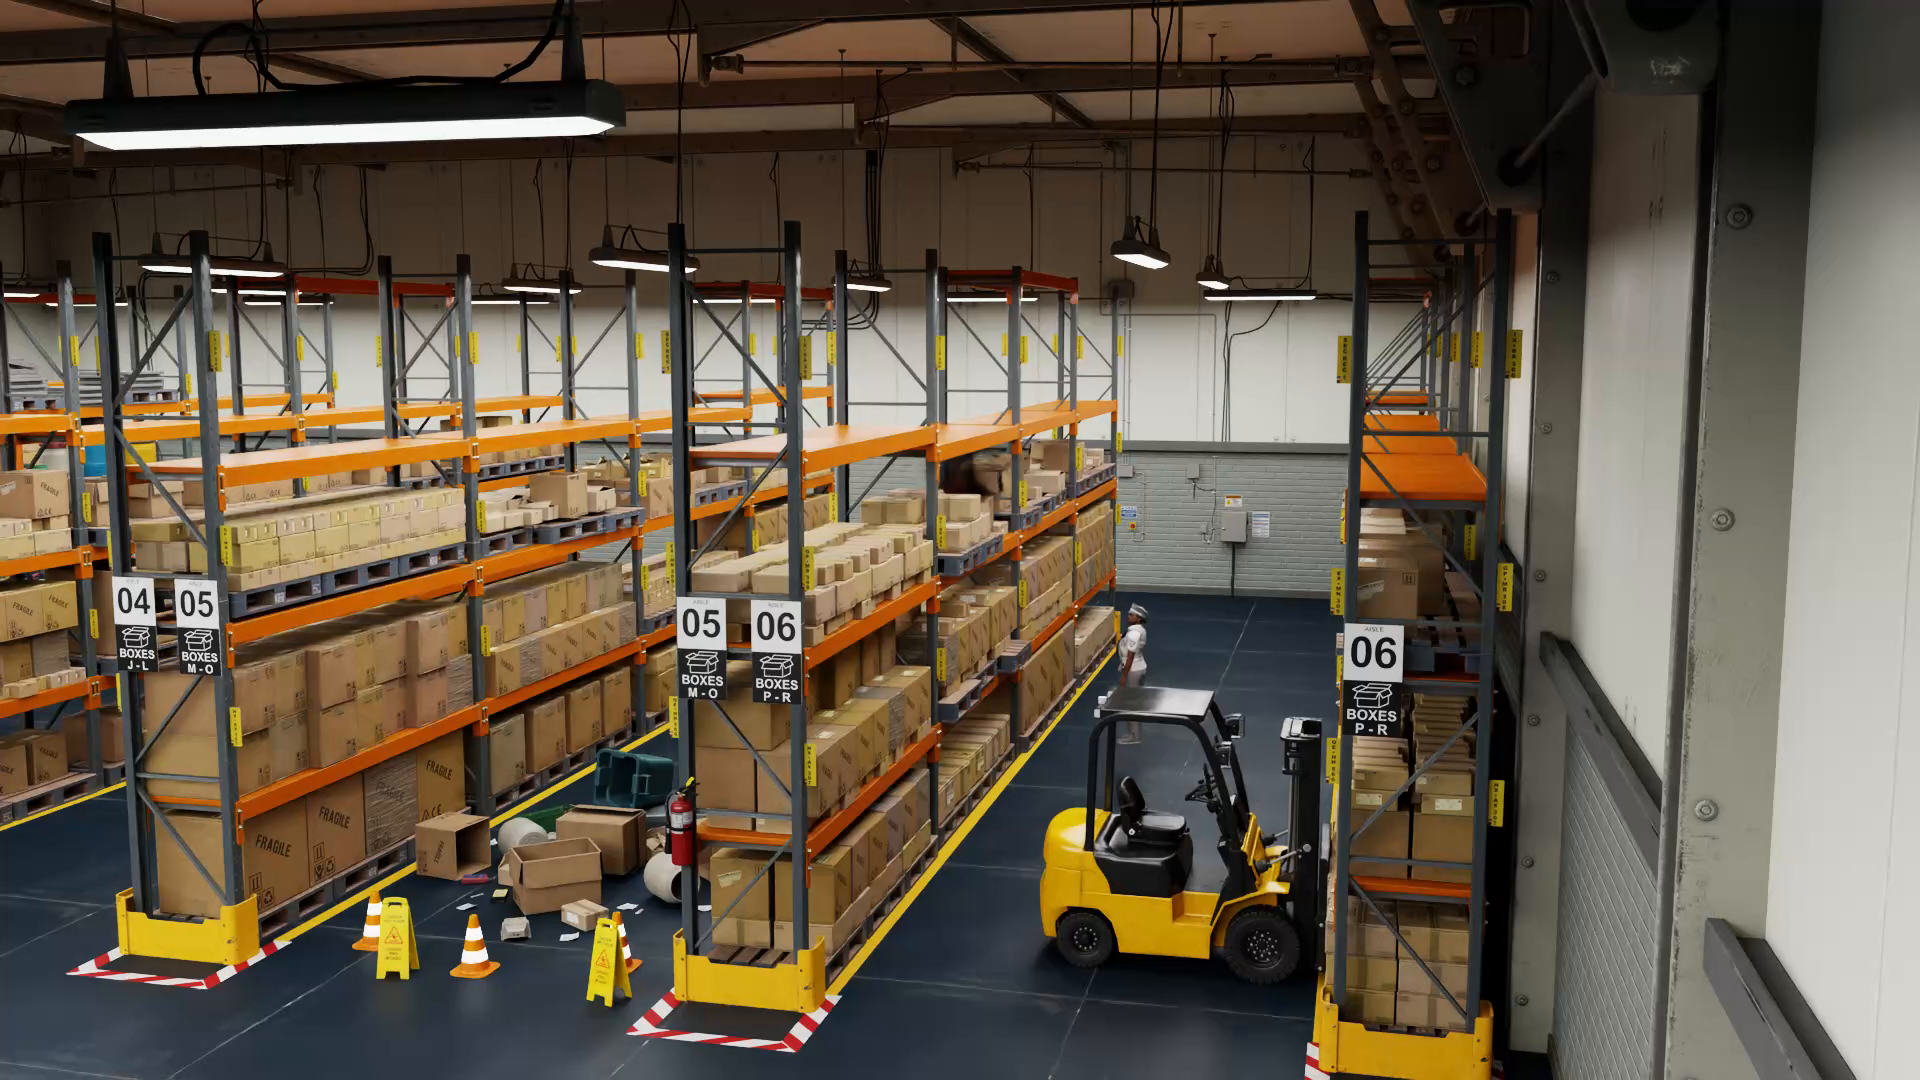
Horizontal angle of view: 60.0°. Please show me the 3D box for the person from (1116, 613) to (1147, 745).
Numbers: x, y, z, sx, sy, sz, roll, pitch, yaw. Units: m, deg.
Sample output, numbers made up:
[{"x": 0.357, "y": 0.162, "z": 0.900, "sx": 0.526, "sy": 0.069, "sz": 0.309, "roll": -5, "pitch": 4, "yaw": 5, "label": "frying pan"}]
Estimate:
[{"x": 2.055, "y": 1.627, "z": 19.978, "sx": 0.347, "sy": 1.651, "sz": 0.523, "roll": 4, "pitch": 8, "yaw": 27, "label": "person"}]
